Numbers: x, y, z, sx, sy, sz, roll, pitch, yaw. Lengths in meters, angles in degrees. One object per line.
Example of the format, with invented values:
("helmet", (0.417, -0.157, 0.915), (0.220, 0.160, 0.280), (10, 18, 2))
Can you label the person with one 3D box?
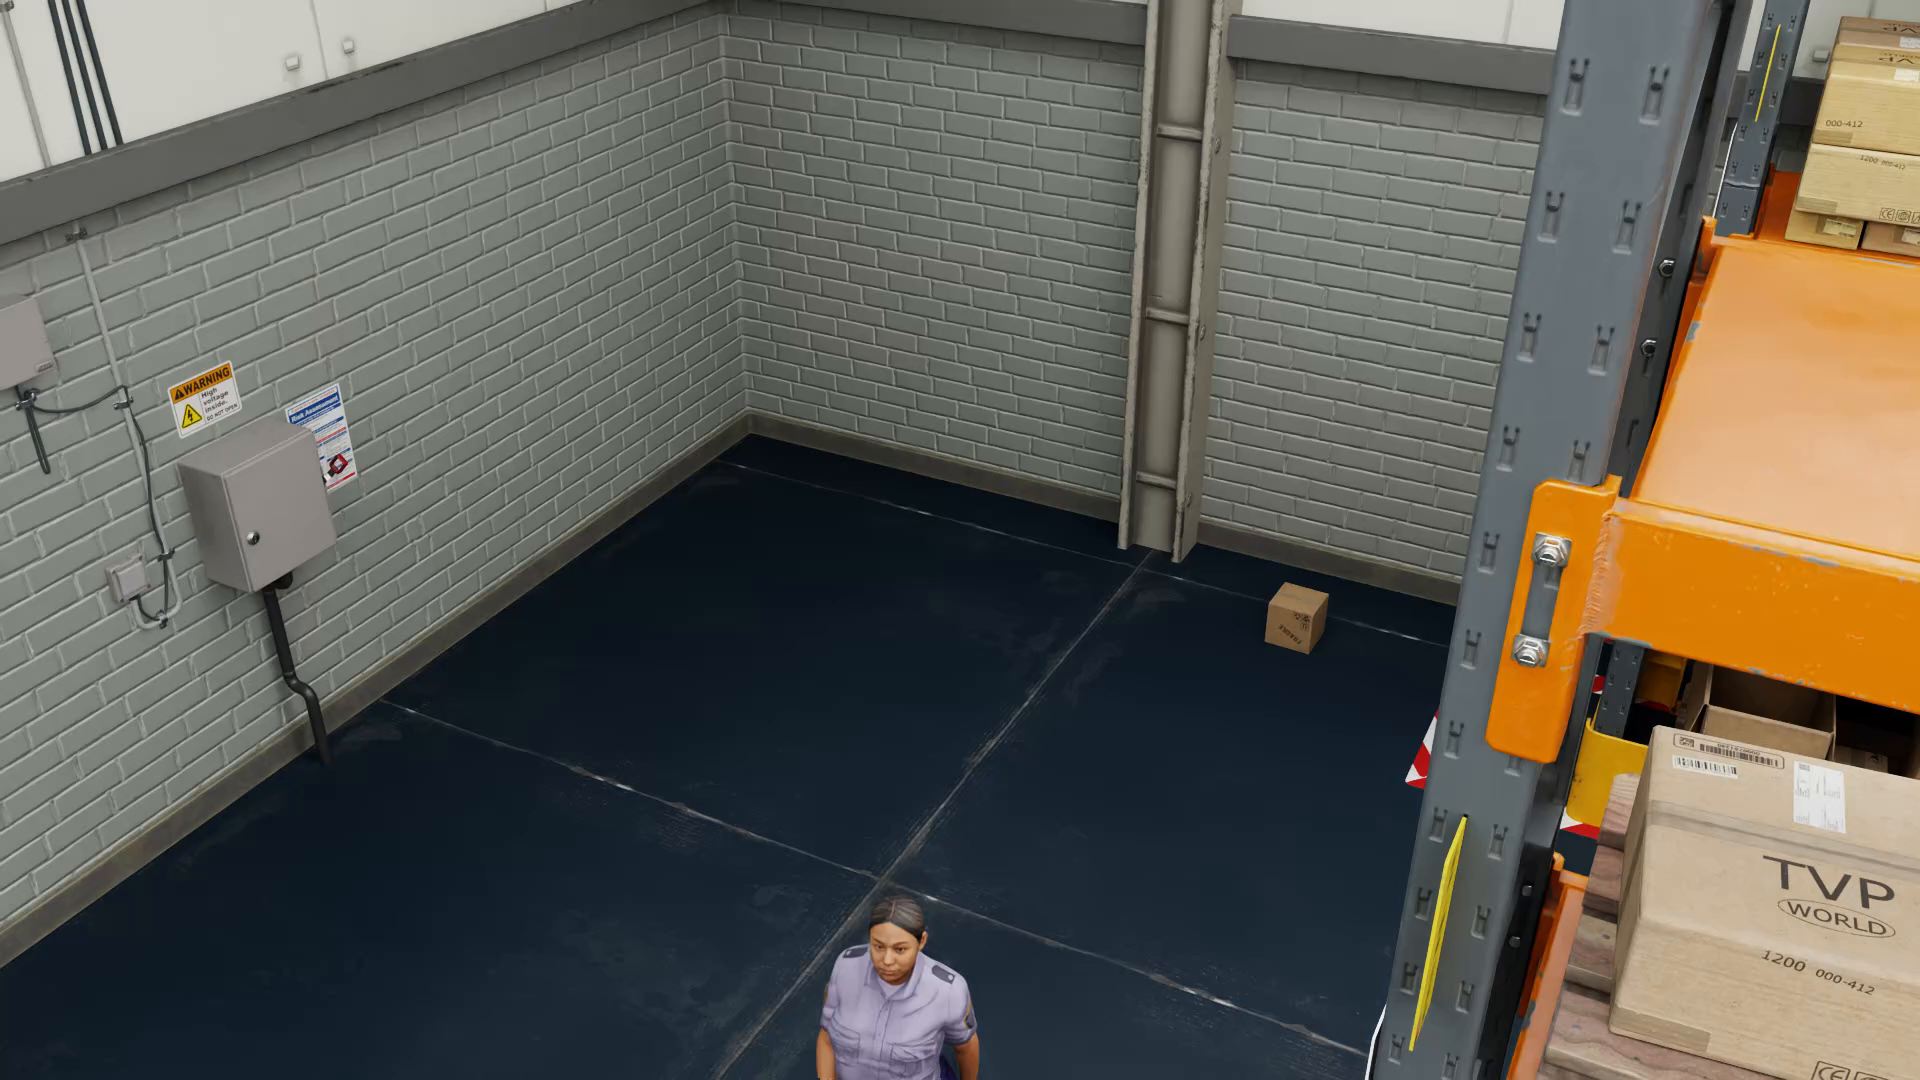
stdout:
("person", (-0.203, 1.765, 5.277), (0.464, 1.591, 1.013), (13, 33, 22))
